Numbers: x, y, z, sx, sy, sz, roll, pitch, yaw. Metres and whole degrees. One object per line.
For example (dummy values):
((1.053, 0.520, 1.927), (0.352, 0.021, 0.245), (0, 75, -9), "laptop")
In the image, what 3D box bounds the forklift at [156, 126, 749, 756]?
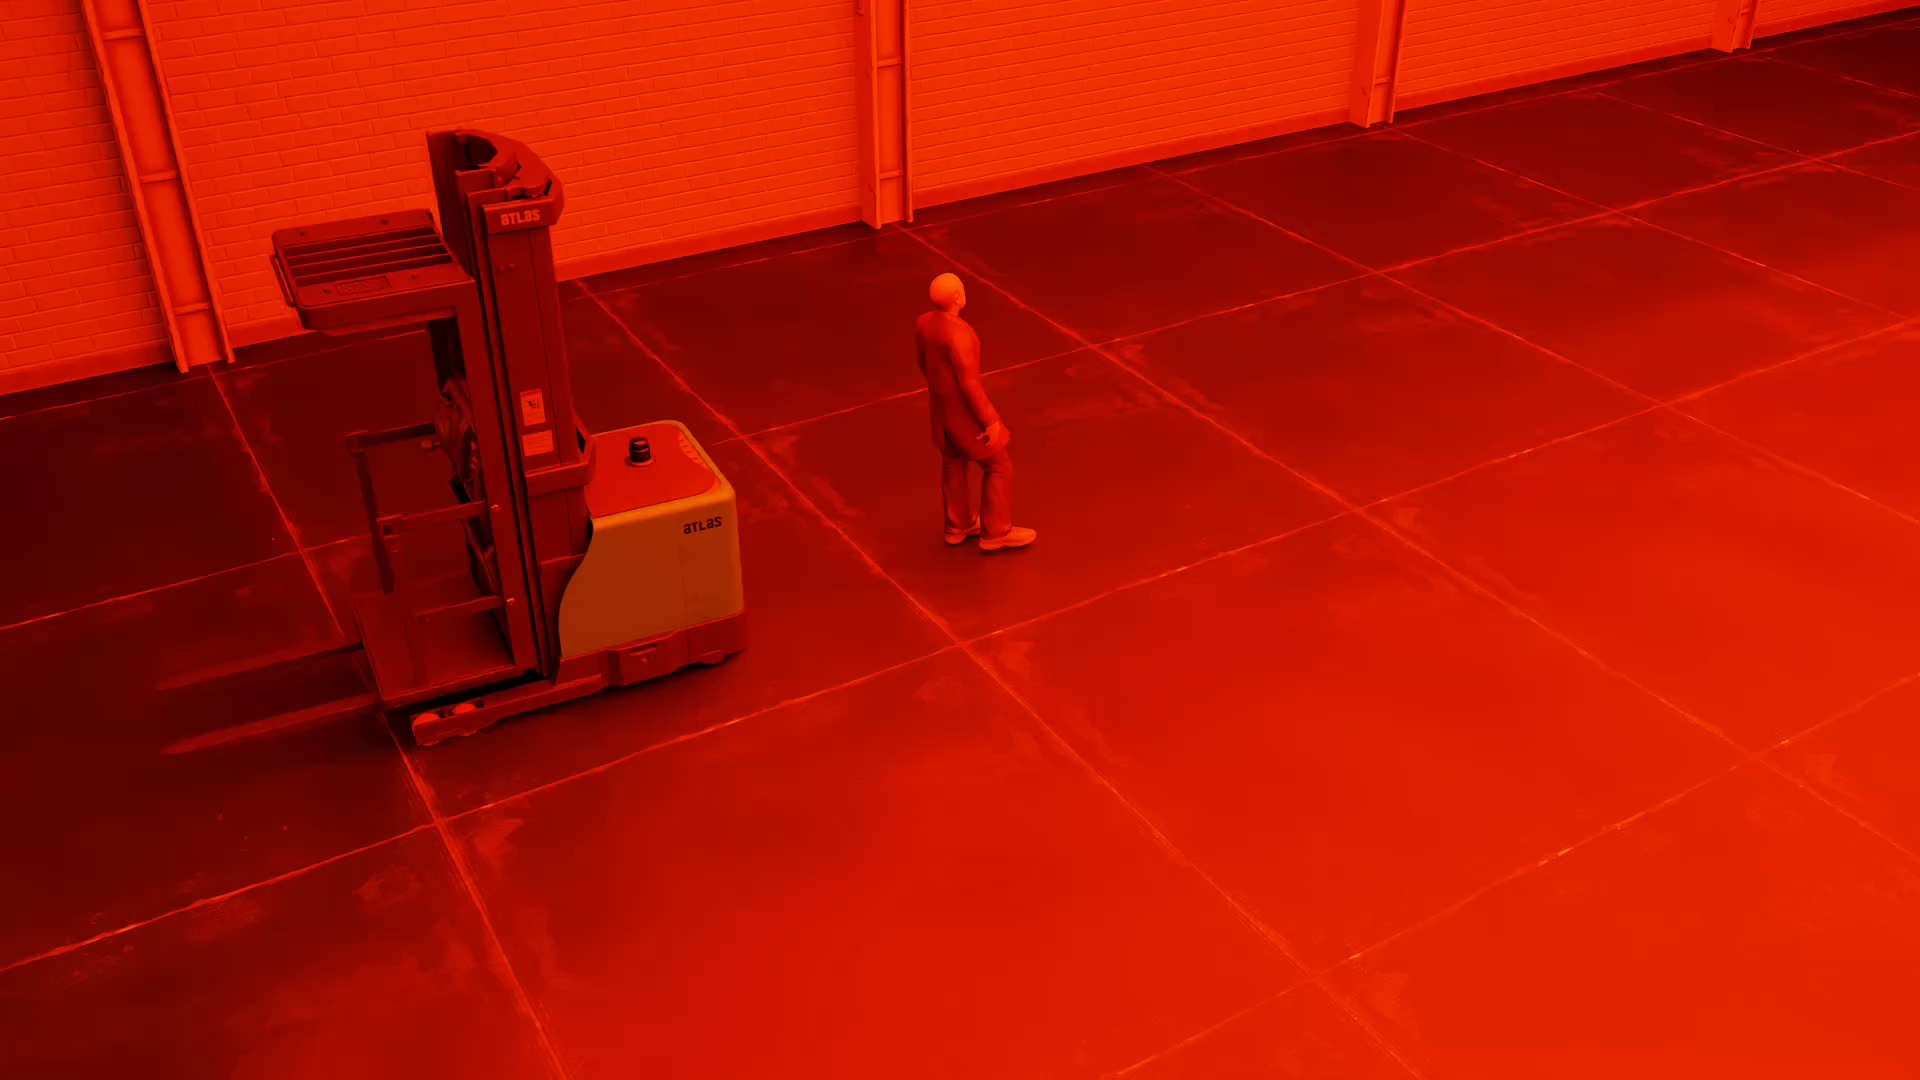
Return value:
((-2.745, -0.493, 8.470), (3.031, 2.935, 1.130), (-14, 34, -22), "forklift")

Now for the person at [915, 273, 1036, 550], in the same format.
((0.081, -0.791, 10.078), (0.580, 1.777, 0.696), (-17, 35, -26), "person")
